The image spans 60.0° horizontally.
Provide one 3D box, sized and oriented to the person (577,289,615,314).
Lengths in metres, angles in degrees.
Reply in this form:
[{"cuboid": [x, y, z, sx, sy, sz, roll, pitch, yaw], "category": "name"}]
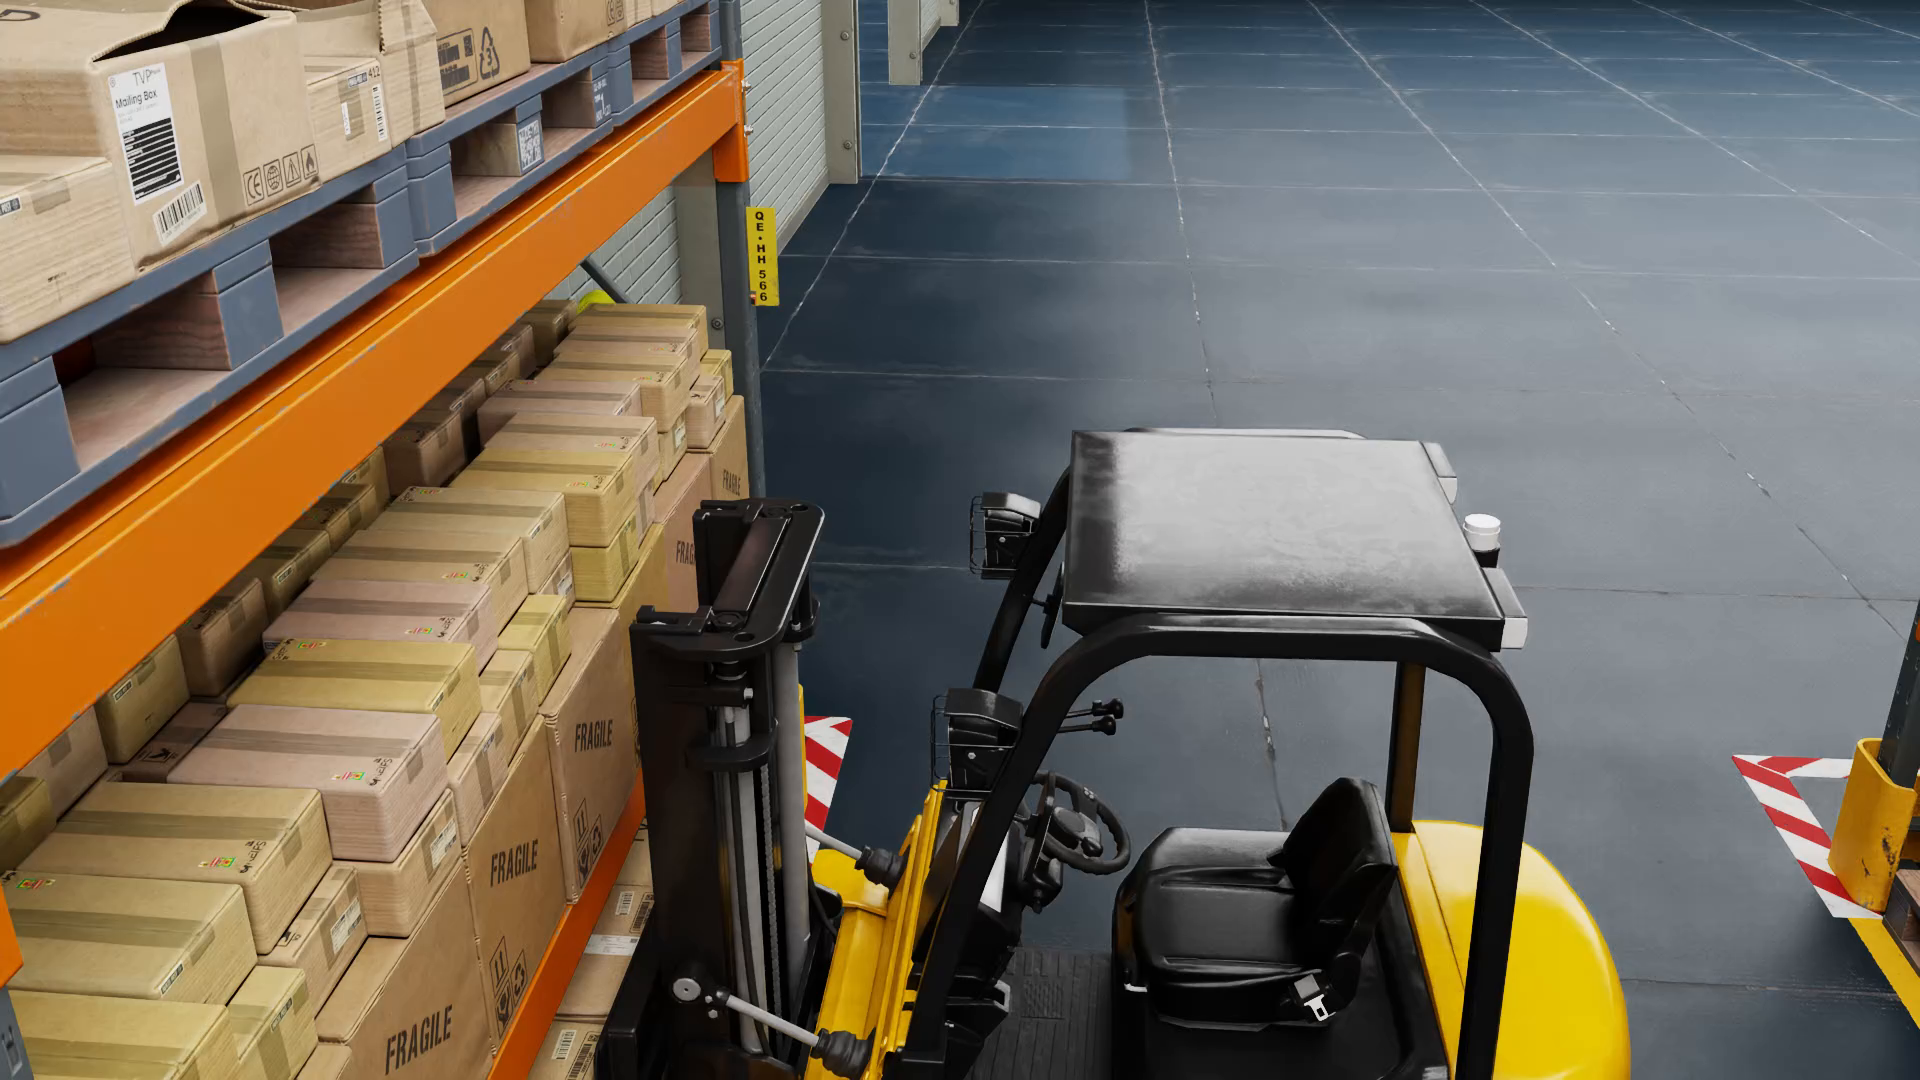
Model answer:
[{"cuboid": [-1.586, -0.196, 7.008, 0.575, 1.767, 0.510, -2, 24, -4], "category": "person"}]
